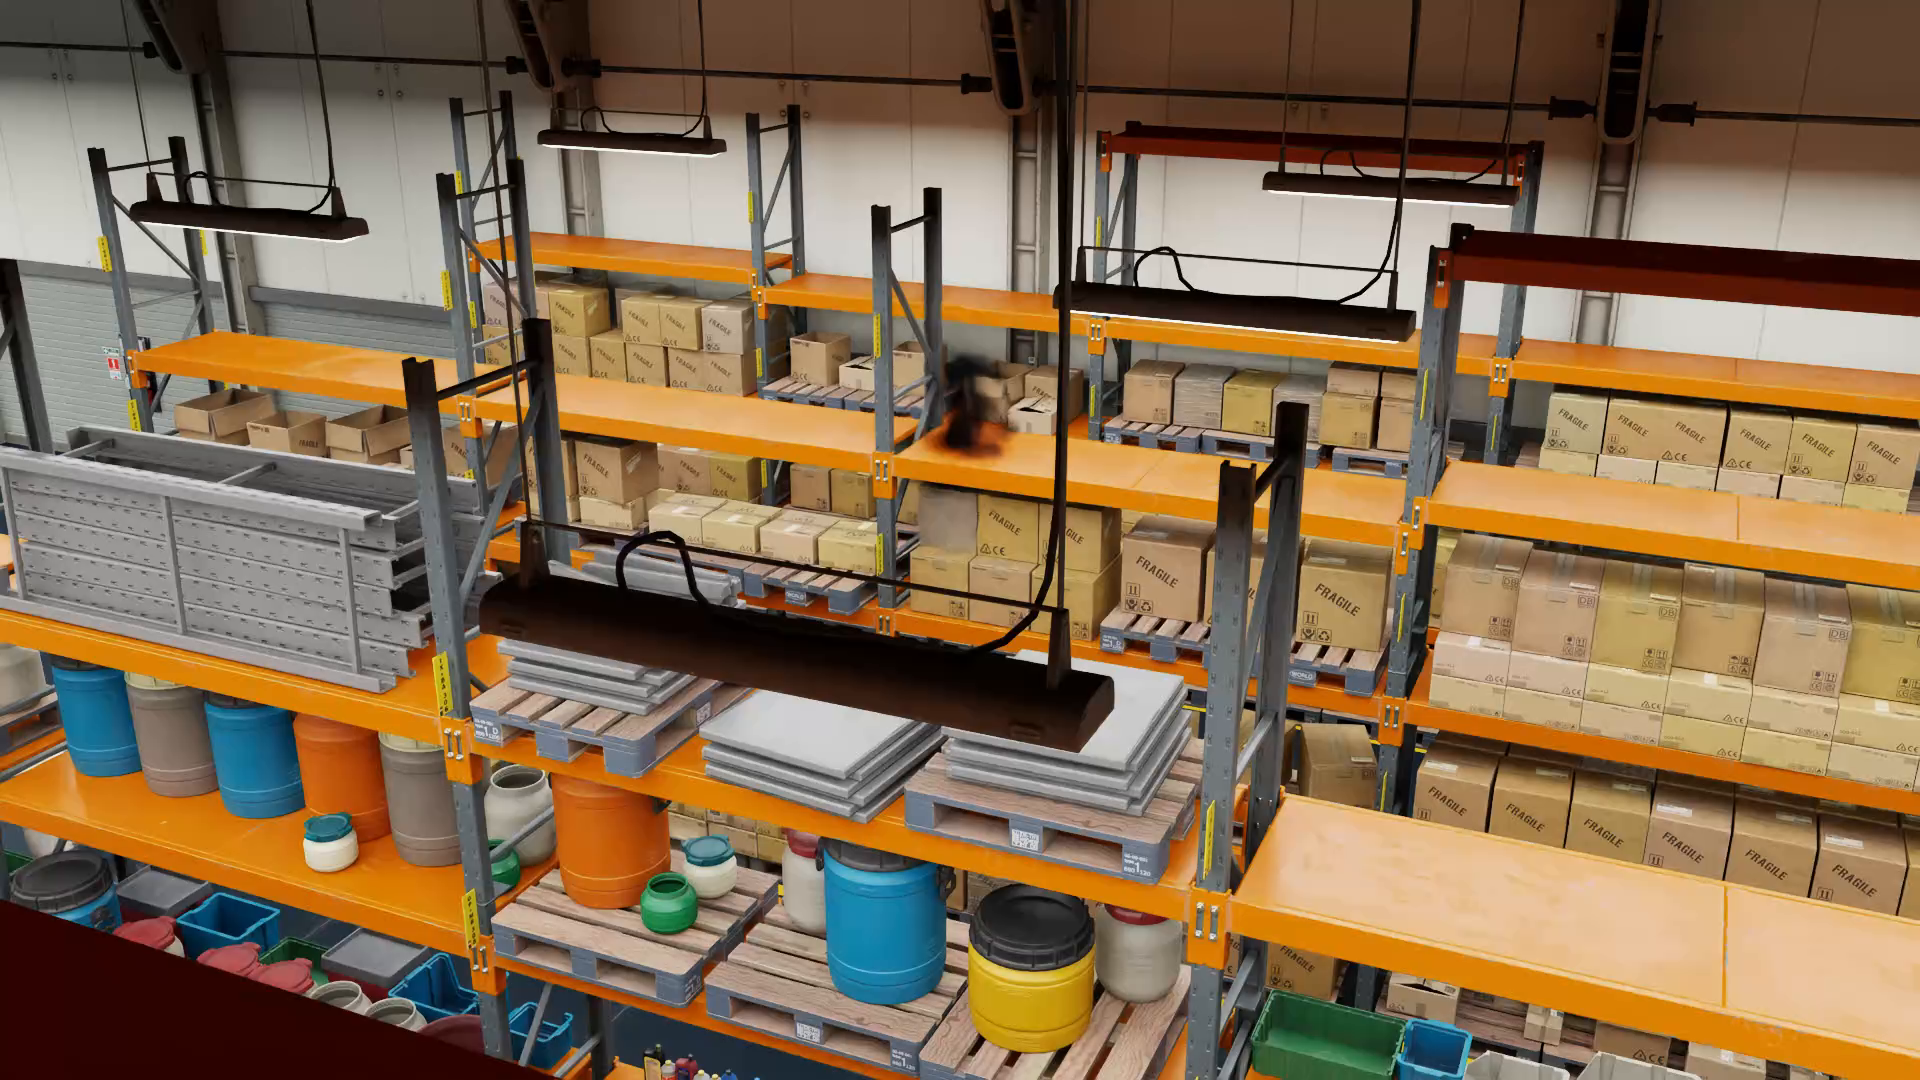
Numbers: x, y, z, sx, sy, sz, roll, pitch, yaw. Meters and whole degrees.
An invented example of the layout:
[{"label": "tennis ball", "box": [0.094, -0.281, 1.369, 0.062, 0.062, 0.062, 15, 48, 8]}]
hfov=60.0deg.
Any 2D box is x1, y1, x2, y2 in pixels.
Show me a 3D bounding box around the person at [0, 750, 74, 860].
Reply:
[{"label": "person", "box": [-7.541, 2.399, 13.797, 0.829, 1.846, 0.675, 4, 21, 11]}]
